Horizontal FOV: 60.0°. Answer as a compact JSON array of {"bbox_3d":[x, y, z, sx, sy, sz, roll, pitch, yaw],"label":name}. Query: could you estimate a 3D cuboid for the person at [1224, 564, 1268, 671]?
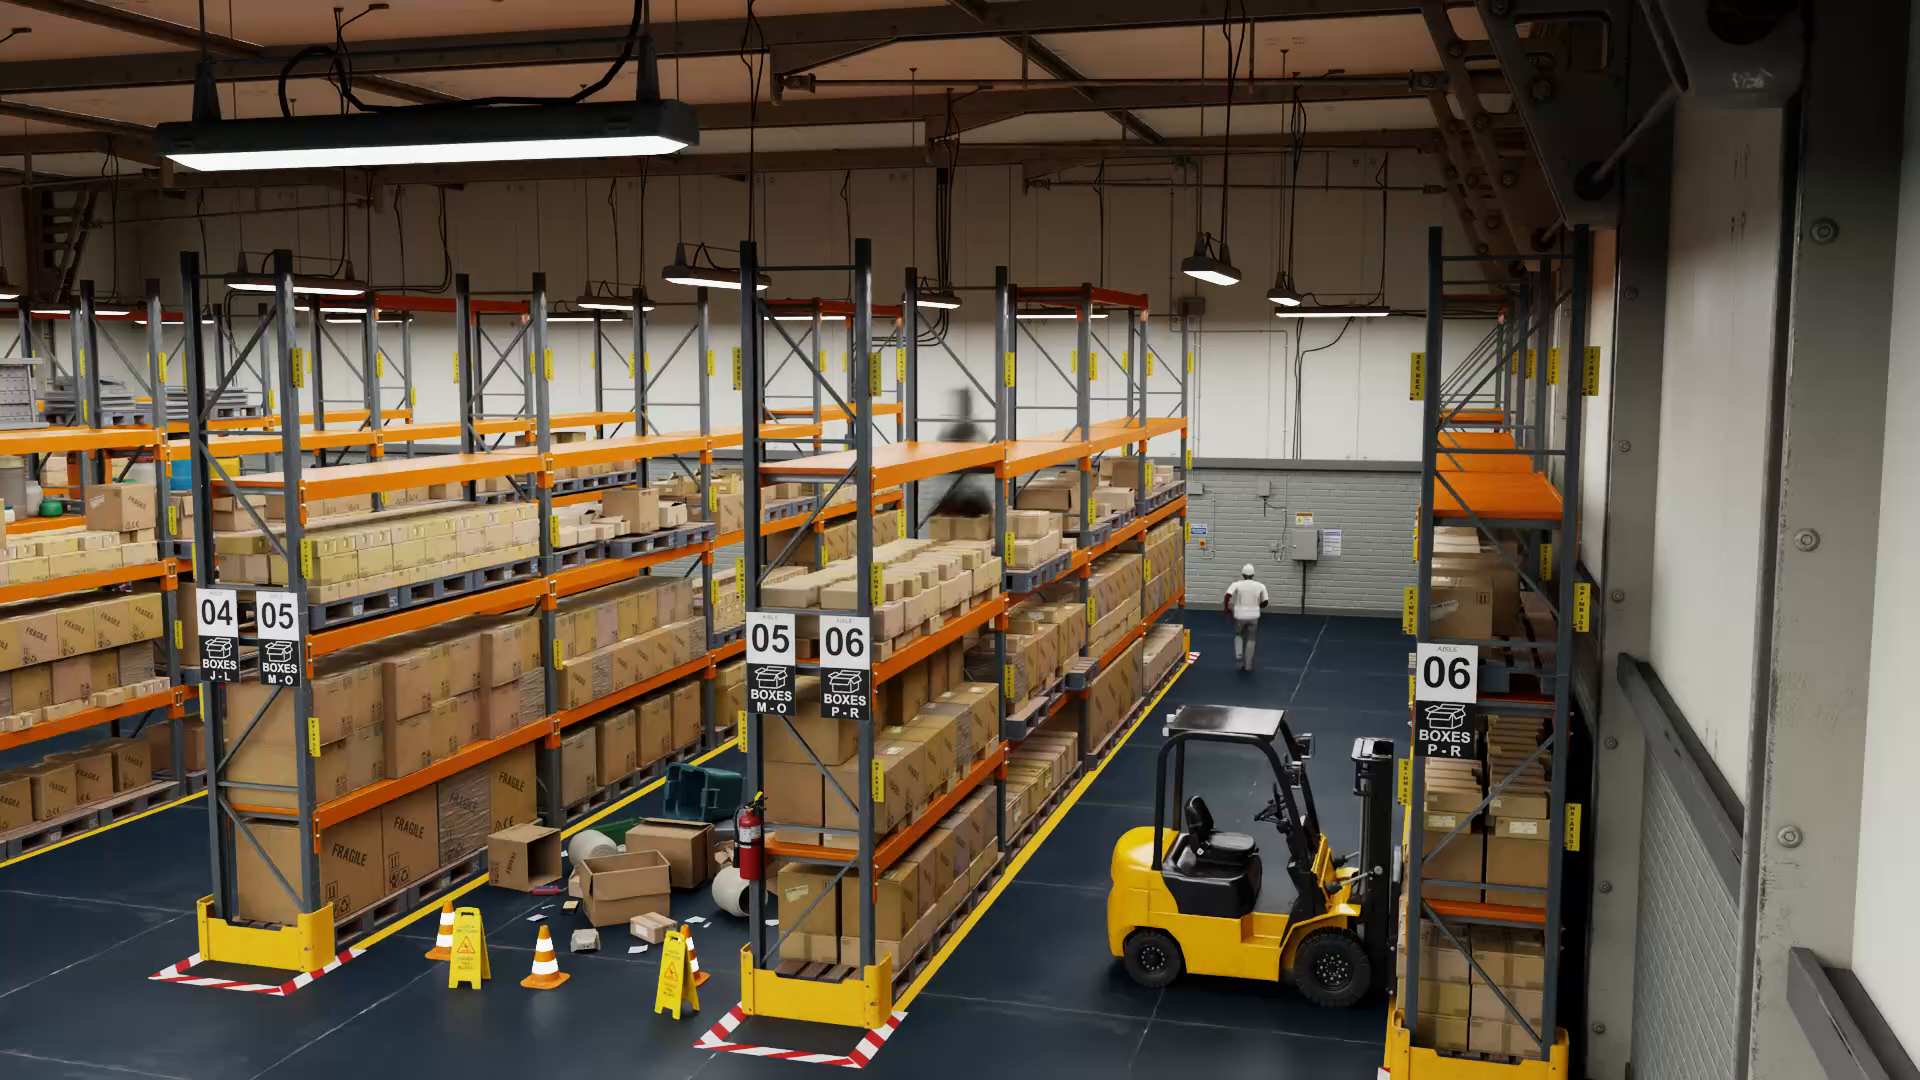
[{"bbox_3d":[4.667,1.262,27.206,0.720,1.750,0.632,1,6,6],"label":"person"}]
